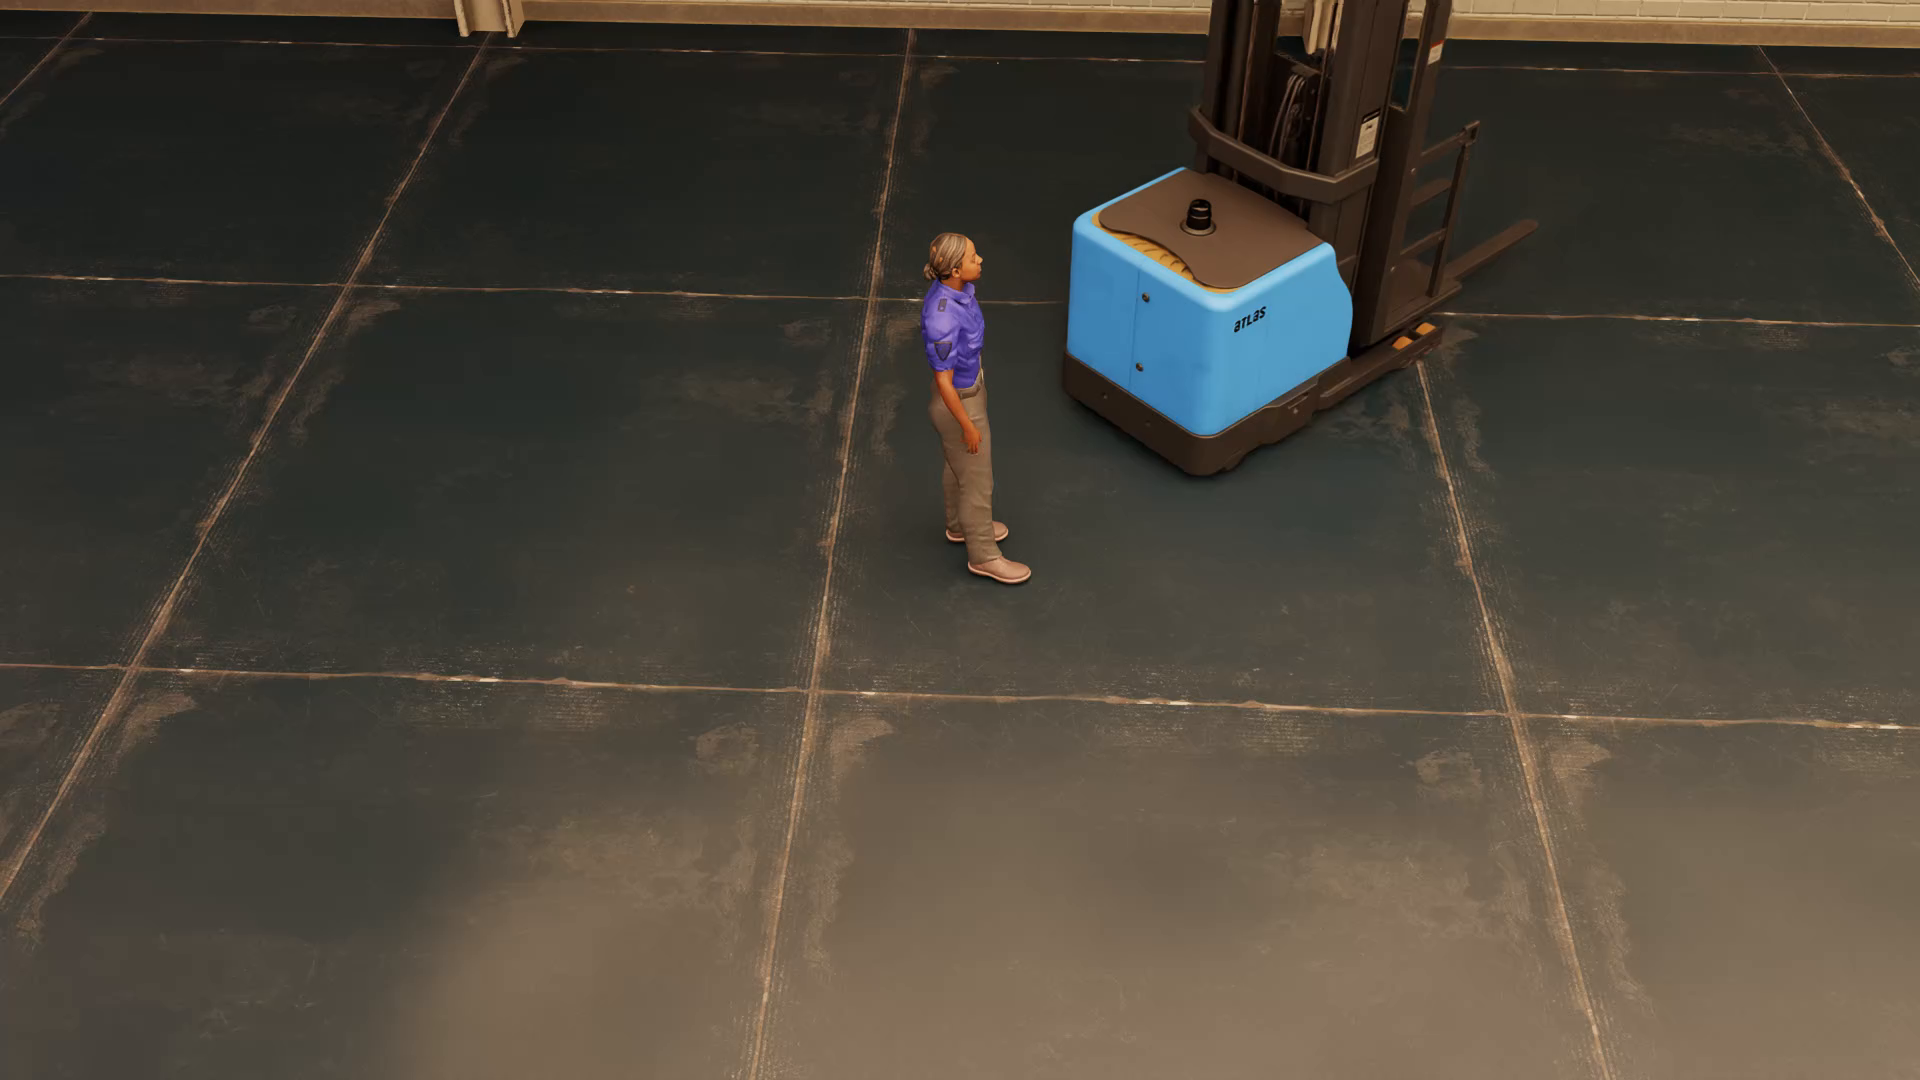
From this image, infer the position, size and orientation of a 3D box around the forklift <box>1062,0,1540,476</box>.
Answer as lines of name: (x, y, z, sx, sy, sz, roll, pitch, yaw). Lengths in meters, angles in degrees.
forklift: (1.978, -2.248, 8.205, 3.031, 2.935, 1.130, -30, 50, -29)

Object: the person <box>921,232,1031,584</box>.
person: (0.087, -0.600, 7.336, 0.503, 1.656, 0.569, 2, 42, 2)
